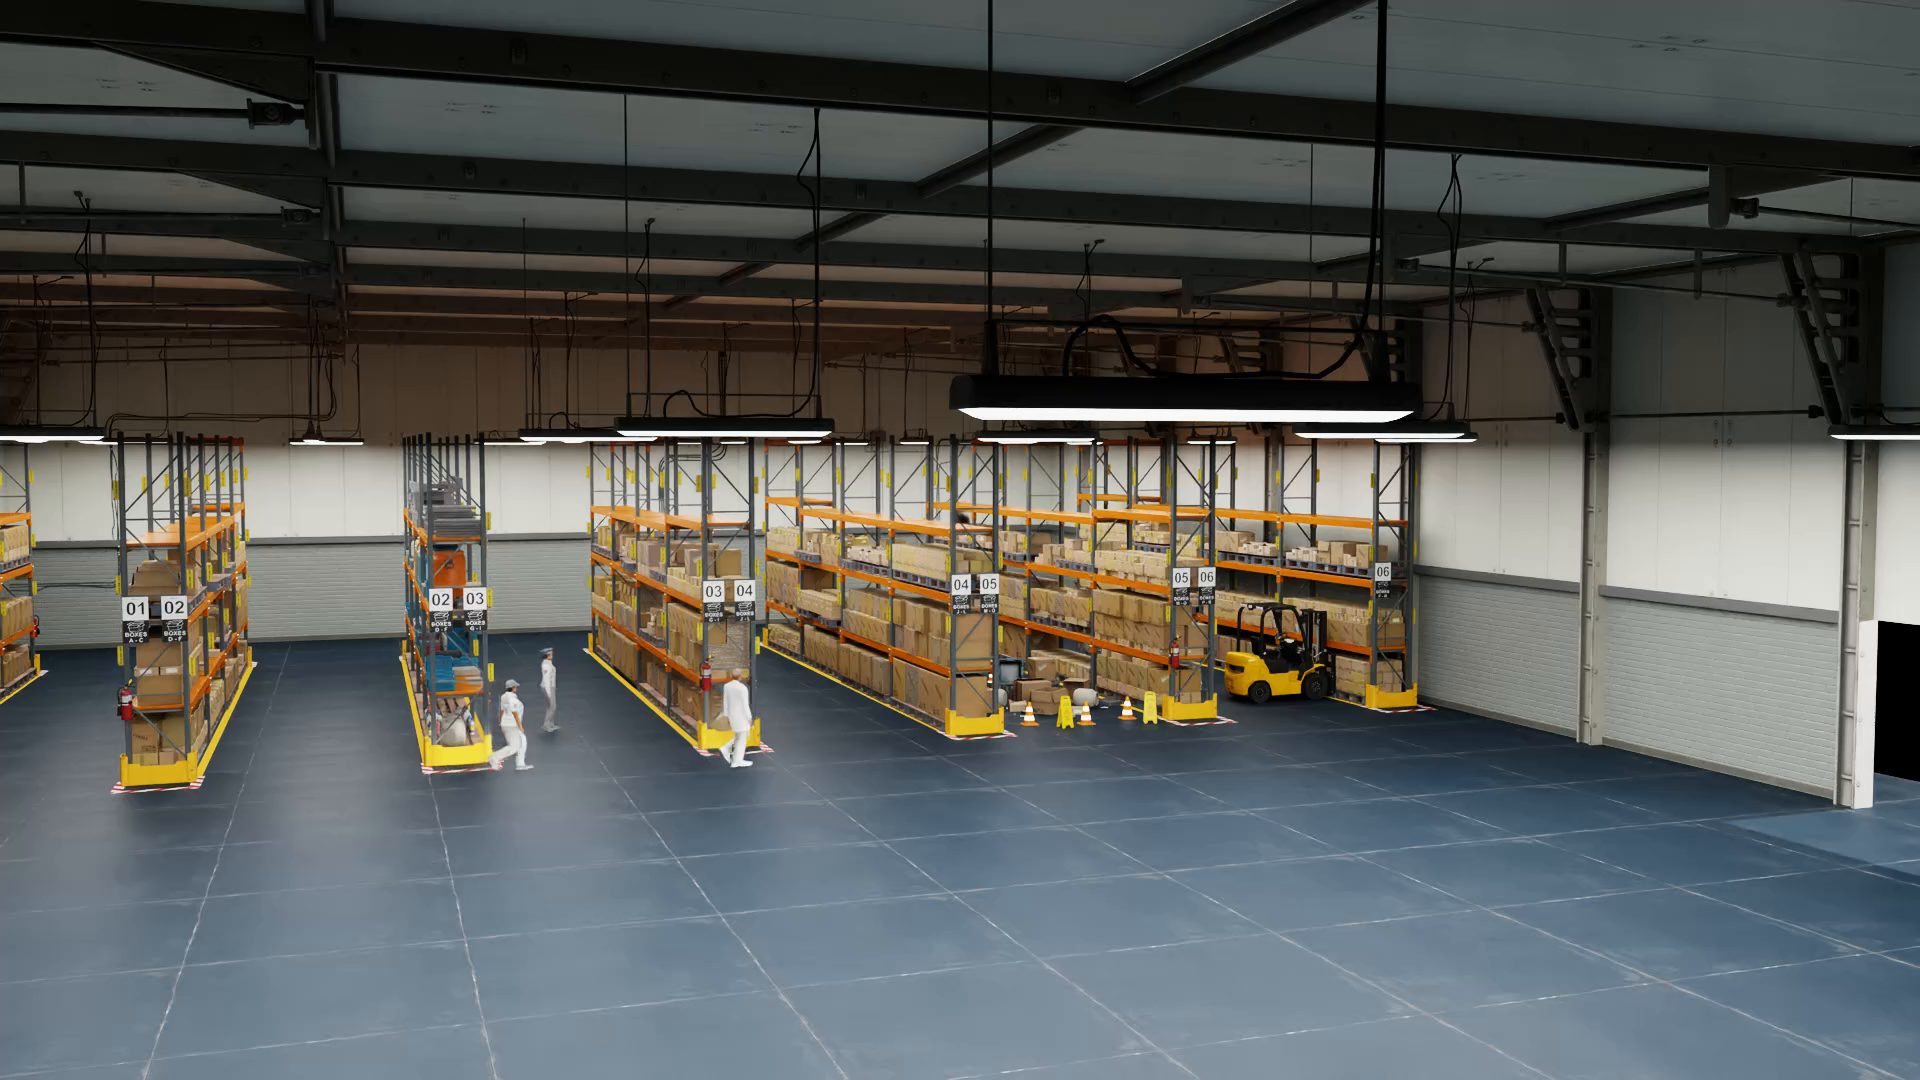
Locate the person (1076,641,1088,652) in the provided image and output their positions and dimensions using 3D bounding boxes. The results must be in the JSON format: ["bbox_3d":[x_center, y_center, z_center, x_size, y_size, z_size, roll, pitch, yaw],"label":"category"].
[{"bbox_3d":[3.382,2.261,46.465,0.578,1.802,0.771,-2,4,-32],"label":"person"}]

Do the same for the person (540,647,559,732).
[{"bbox_3d":[-8.347,3.050,33.810,0.356,1.738,0.562,0,3,-6],"label":"person"}]

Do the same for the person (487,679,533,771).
[{"bbox_3d":[-7.944,3.267,29.322,0.766,1.625,0.500,-1,3,-11],"label":"person"}]

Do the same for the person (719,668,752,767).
[{"bbox_3d":[-3.992,3.171,29.717,0.554,1.764,0.590,-1,3,-18],"label":"person"}]
